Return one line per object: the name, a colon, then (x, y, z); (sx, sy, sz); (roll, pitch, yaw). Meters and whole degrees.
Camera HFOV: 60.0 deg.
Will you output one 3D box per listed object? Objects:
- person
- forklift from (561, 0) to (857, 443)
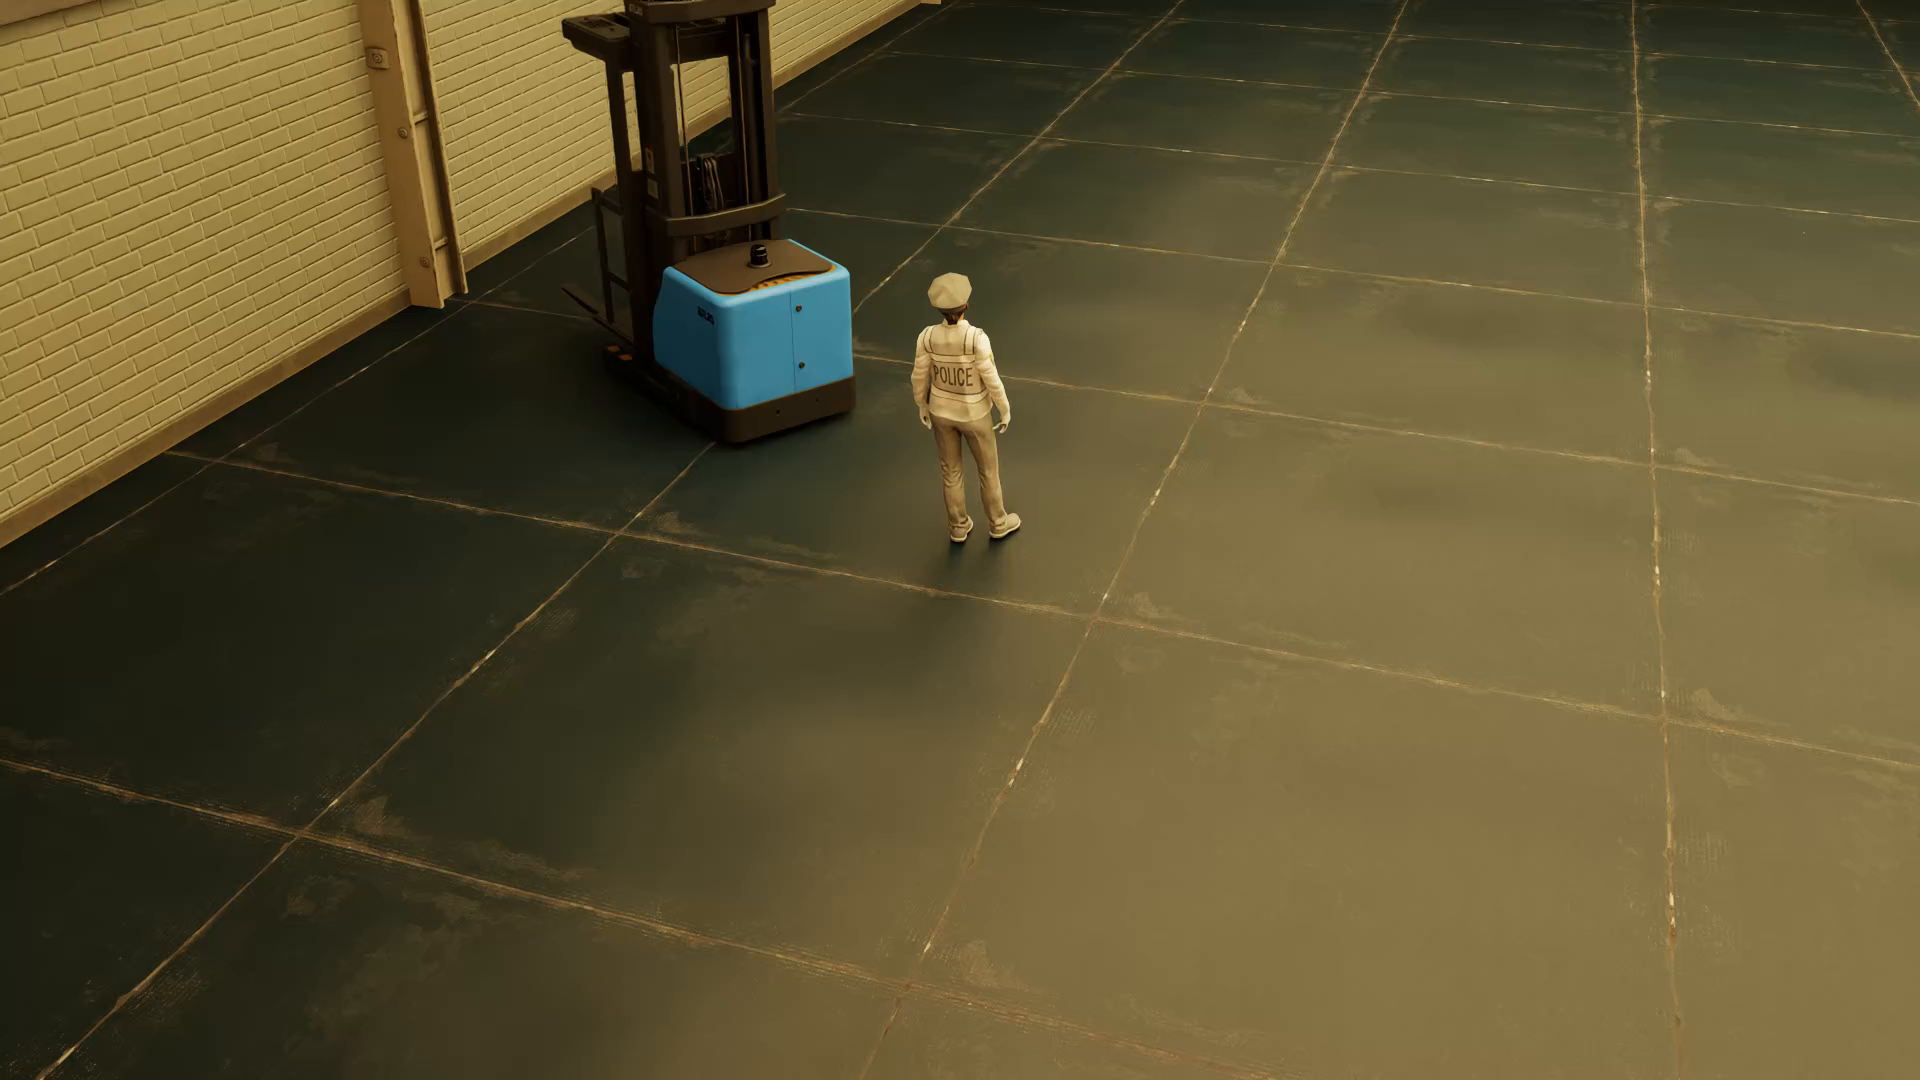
person: (0.028, -0.773, 9.726); (0.587, 1.696, 0.534); (10, 31, 16)
forklift: (-2.000, -2.596, 11.690); (1.130, 2.935, 3.031); (-20, 35, -31)
